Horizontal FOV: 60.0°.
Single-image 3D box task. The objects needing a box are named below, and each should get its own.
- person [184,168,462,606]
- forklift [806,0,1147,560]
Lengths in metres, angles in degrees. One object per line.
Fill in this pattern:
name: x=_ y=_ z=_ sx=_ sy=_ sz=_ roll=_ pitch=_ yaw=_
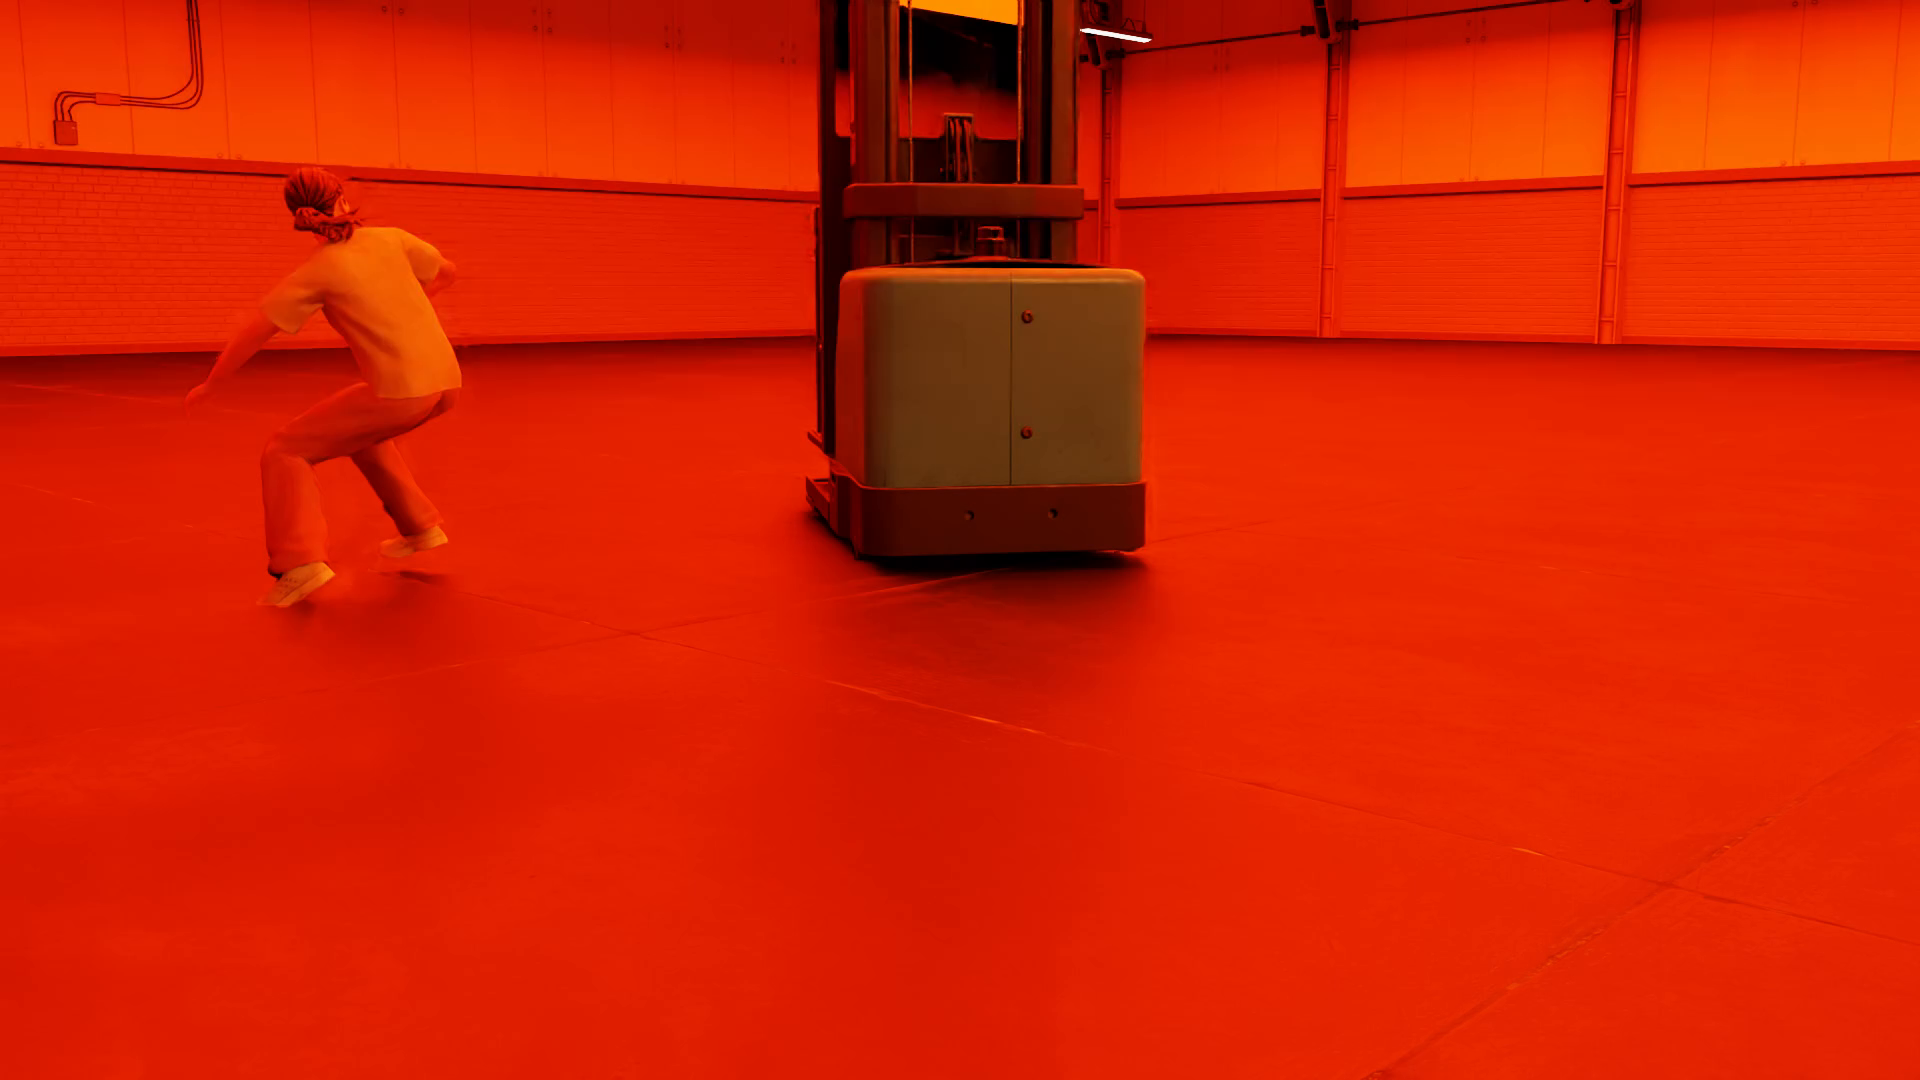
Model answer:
person: x=-2.092 y=-0.515 z=5.570 sx=0.749 sy=1.434 sz=0.771 roll=4 pitch=9 yaw=23
forklift: x=-0.092 y=-1.553 z=7.188 sx=1.130 sy=2.935 sz=3.031 roll=-2 pitch=9 yaw=-10
